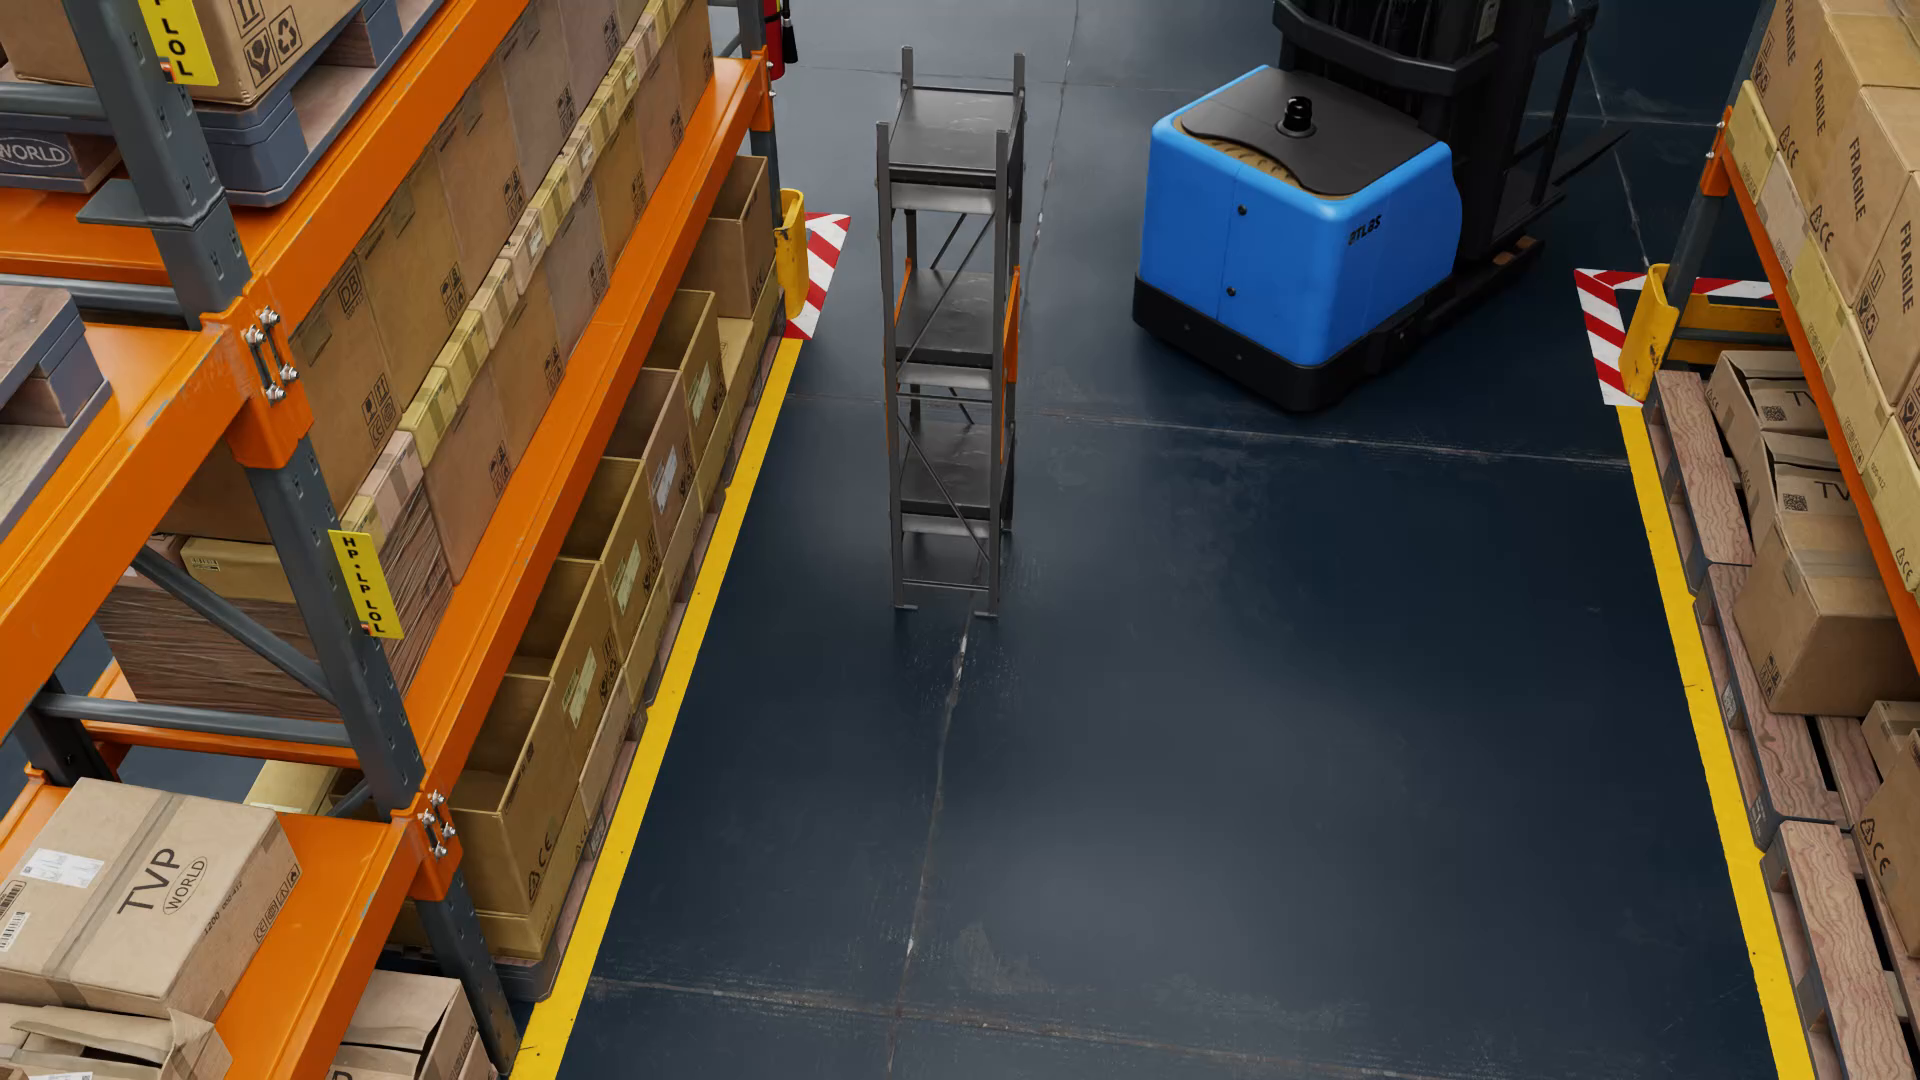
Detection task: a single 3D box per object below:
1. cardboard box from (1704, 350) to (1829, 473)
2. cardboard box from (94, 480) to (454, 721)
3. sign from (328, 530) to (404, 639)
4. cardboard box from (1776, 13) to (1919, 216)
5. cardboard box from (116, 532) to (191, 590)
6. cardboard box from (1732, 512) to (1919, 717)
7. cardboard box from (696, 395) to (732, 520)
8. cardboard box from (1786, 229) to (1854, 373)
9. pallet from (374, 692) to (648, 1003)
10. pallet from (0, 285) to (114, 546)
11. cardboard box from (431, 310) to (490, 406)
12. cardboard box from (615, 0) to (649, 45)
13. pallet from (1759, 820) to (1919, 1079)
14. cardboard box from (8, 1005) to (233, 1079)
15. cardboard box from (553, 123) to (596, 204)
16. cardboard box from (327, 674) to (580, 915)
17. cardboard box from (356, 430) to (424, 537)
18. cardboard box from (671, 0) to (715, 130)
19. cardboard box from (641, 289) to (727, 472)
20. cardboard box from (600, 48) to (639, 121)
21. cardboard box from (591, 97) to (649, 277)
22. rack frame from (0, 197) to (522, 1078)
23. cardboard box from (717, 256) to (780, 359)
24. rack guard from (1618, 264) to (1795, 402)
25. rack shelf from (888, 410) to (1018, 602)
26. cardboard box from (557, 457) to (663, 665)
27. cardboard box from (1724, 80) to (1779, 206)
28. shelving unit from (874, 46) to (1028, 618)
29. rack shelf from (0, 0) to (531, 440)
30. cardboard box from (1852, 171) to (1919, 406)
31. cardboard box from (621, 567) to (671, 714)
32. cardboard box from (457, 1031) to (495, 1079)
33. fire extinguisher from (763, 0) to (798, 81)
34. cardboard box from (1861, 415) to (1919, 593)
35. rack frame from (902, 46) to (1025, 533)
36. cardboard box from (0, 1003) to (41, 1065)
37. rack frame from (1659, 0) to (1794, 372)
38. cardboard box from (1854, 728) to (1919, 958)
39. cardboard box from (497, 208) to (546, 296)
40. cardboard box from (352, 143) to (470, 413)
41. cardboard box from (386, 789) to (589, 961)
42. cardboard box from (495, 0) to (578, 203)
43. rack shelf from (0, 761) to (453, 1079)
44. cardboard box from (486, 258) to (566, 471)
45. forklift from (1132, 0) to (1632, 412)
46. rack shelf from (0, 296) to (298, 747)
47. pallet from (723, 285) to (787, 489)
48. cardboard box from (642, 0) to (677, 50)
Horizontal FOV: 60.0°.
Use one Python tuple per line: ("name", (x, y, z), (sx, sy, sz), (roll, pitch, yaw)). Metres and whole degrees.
("cardboard box", (3.406, -0.548, 6.782), (0.500, 0.311, 0.500), (1, 43, 1))
("cardboard box", (-1.800, 0.111, 4.378), (0.700, 0.500, 0.500), (4, 44, 4))
("sign", (-1.314, 0.102, 3.676), (0.100, 0.325, 0.005), (5, 44, 6))
("cardboard box", (3.150, -1.419, 5.616), (0.500, 0.500, 0.500), (5, 44, 6))
("cardboard box", (-2.029, -0.026, 4.051), (0.380, 0.149, 0.250), (5, 44, 5))
("cardboard box", (3.184, 0.268, 5.784), (0.700, 0.500, 0.500), (3, 44, 3))
("cardboard box", (-1.221, -0.354, 6.637), (0.500, 0.250, 0.500), (5, 44, 6))
("cardboard box", (3.080, -0.775, 5.481), (0.500, 0.250, 0.500), (5, 44, 5))
("pallet", (-1.706, 0.925, 5.620), (1.003, 0.211, 1.213), (5, 44, 6))
("pallet", (-1.957, 0.033, 2.491), (0.805, 0.209, 1.217), (4, 44, 4))
("cardboard box", (-1.527, -0.513, 4.565), (0.380, 0.149, 0.250), (5, 44, 5))
("cardboard box", (-1.469, -2.071, 5.739), (0.700, 0.500, 0.500), (4, 44, 4))
("pallet", (3.112, 1.450, 5.065), (1.003, 0.211, 1.213), (5, 44, 6))
("cardboard box", (-1.787, 1.115, 3.488), (0.396, 0.266, 0.258), (4, 44, 4))
("cardboard box", (-1.389, -1.212, 5.304), (0.380, 0.149, 0.250), (5, 44, 5))
("cardboard box", (-1.481, 0.737, 4.939), (0.500, 0.500, 0.500), (5, 44, 6))
("cardboard box", (-1.592, -0.158, 4.191), (0.380, 0.149, 0.250), (6, 44, 6))
("cardboard box", (-1.398, -1.995, 6.602), (0.700, 0.500, 0.500), (5, 44, 6))
("cardboard box", (-1.218, -0.626, 6.379), (0.500, 0.500, 0.500), (5, 44, 6))
("cardboard box", (-1.322, -1.567, 5.678), (0.380, 0.149, 0.250), (6, 44, 7))
("cardboard box", (-1.534, -1.299, 5.867), (0.700, 0.500, 0.500), (6, 44, 6))
("rack frame", (-1.853, 0.451, 4.092), (1.000, 3.000, 0.127), (5, 44, 6))
("cardboard box", (-1.102, -1.037, 7.358), (0.500, 0.250, 0.500), (5, 44, 6))
("rack guard", (3.577, -0.868, 7.303), (1.175, 0.500, 0.348), (5, 44, 6))
("rack shelf", (-0.022, -0.131, 6.400), (0.431, 0.518, 0.480), (5, 44, 6))
("cardboard box", (-1.349, 0.055, 5.659), (0.500, 0.500, 0.500), (5, 44, 6))
("cardboard box", (3.208, -1.477, 6.223), (0.500, 0.250, 0.500), (4, 44, 4))
("shelving unit", (-0.022, -0.650, 5.909), (0.431, 2.100, 0.503), (5, 44, 6))
("rack shelf", (-1.588, -1.740, 4.748), (1.077, 0.370, 4.000), (5, 44, 6))
("cardboard box", (3.020, -0.714, 4.872), (0.500, 0.500, 0.500), (6, 44, 7))
("cardboard box", (-1.349, 0.327, 5.917), (0.500, 0.250, 0.500), (5, 44, 6))
("cardboard box", (-1.620, 1.606, 4.567), (0.500, 0.250, 0.500), (5, 44, 5))
("fire extinguisher", (-0.848, -2.286, 7.039), (0.296, 0.674, 0.183), (5, 44, 6))
("cardboard box", (2.945, -0.088, 4.756), (0.500, 0.250, 0.500), (5, 44, 5))
("rack frame", (0.010, -0.816, 6.085), (0.400, 2.100, 0.015), (5, 44, 6))
("cardboard box", (-2.173, 1.127, 3.561), (0.380, 0.149, 0.250), (5, 44, 6))
("rack frame", (3.587, -1.828, 6.499), (1.000, 3.000, 0.127), (5, 44, 6))
("cardboard box", (3.156, 0.935, 5.079), (0.500, 0.500, 0.500), (2, 43, 2))
("cardboard box", (-1.459, -0.865, 4.938), (0.380, 0.149, 0.250), (4, 44, 4))
("cardboard box", (-1.735, -0.704, 4.296), (0.700, 0.500, 0.500), (5, 44, 5))
("cardboard box", (-1.491, 1.008, 5.198), (0.500, 0.250, 0.500), (5, 44, 6))
("cardboard box", (-1.601, -1.386, 5.016), (0.700, 0.500, 0.500), (5, 44, 6))
("rack shelf", (-2.117, 2.075, 2.900), (1.077, 0.370, 4.000), (5, 44, 6))
("cardboard box", (-1.667, -0.590, 5.119), (0.700, 0.500, 0.500), (6, 44, 6))
("forklift", (2.208, -2.521, 7.281), (3.031, 2.935, 1.130), (-34, 53, -30))
("rack shelf", (-2.117, 0.986, 1.869), (1.077, 0.370, 4.000), (5, 44, 6))
("pallet", (-1.384, -0.738, 7.376), (1.003, 0.211, 1.213), (5, 44, 6))
("cardboard box", (-1.253, -1.917, 6.048), (0.380, 0.149, 0.250), (5, 44, 5))
